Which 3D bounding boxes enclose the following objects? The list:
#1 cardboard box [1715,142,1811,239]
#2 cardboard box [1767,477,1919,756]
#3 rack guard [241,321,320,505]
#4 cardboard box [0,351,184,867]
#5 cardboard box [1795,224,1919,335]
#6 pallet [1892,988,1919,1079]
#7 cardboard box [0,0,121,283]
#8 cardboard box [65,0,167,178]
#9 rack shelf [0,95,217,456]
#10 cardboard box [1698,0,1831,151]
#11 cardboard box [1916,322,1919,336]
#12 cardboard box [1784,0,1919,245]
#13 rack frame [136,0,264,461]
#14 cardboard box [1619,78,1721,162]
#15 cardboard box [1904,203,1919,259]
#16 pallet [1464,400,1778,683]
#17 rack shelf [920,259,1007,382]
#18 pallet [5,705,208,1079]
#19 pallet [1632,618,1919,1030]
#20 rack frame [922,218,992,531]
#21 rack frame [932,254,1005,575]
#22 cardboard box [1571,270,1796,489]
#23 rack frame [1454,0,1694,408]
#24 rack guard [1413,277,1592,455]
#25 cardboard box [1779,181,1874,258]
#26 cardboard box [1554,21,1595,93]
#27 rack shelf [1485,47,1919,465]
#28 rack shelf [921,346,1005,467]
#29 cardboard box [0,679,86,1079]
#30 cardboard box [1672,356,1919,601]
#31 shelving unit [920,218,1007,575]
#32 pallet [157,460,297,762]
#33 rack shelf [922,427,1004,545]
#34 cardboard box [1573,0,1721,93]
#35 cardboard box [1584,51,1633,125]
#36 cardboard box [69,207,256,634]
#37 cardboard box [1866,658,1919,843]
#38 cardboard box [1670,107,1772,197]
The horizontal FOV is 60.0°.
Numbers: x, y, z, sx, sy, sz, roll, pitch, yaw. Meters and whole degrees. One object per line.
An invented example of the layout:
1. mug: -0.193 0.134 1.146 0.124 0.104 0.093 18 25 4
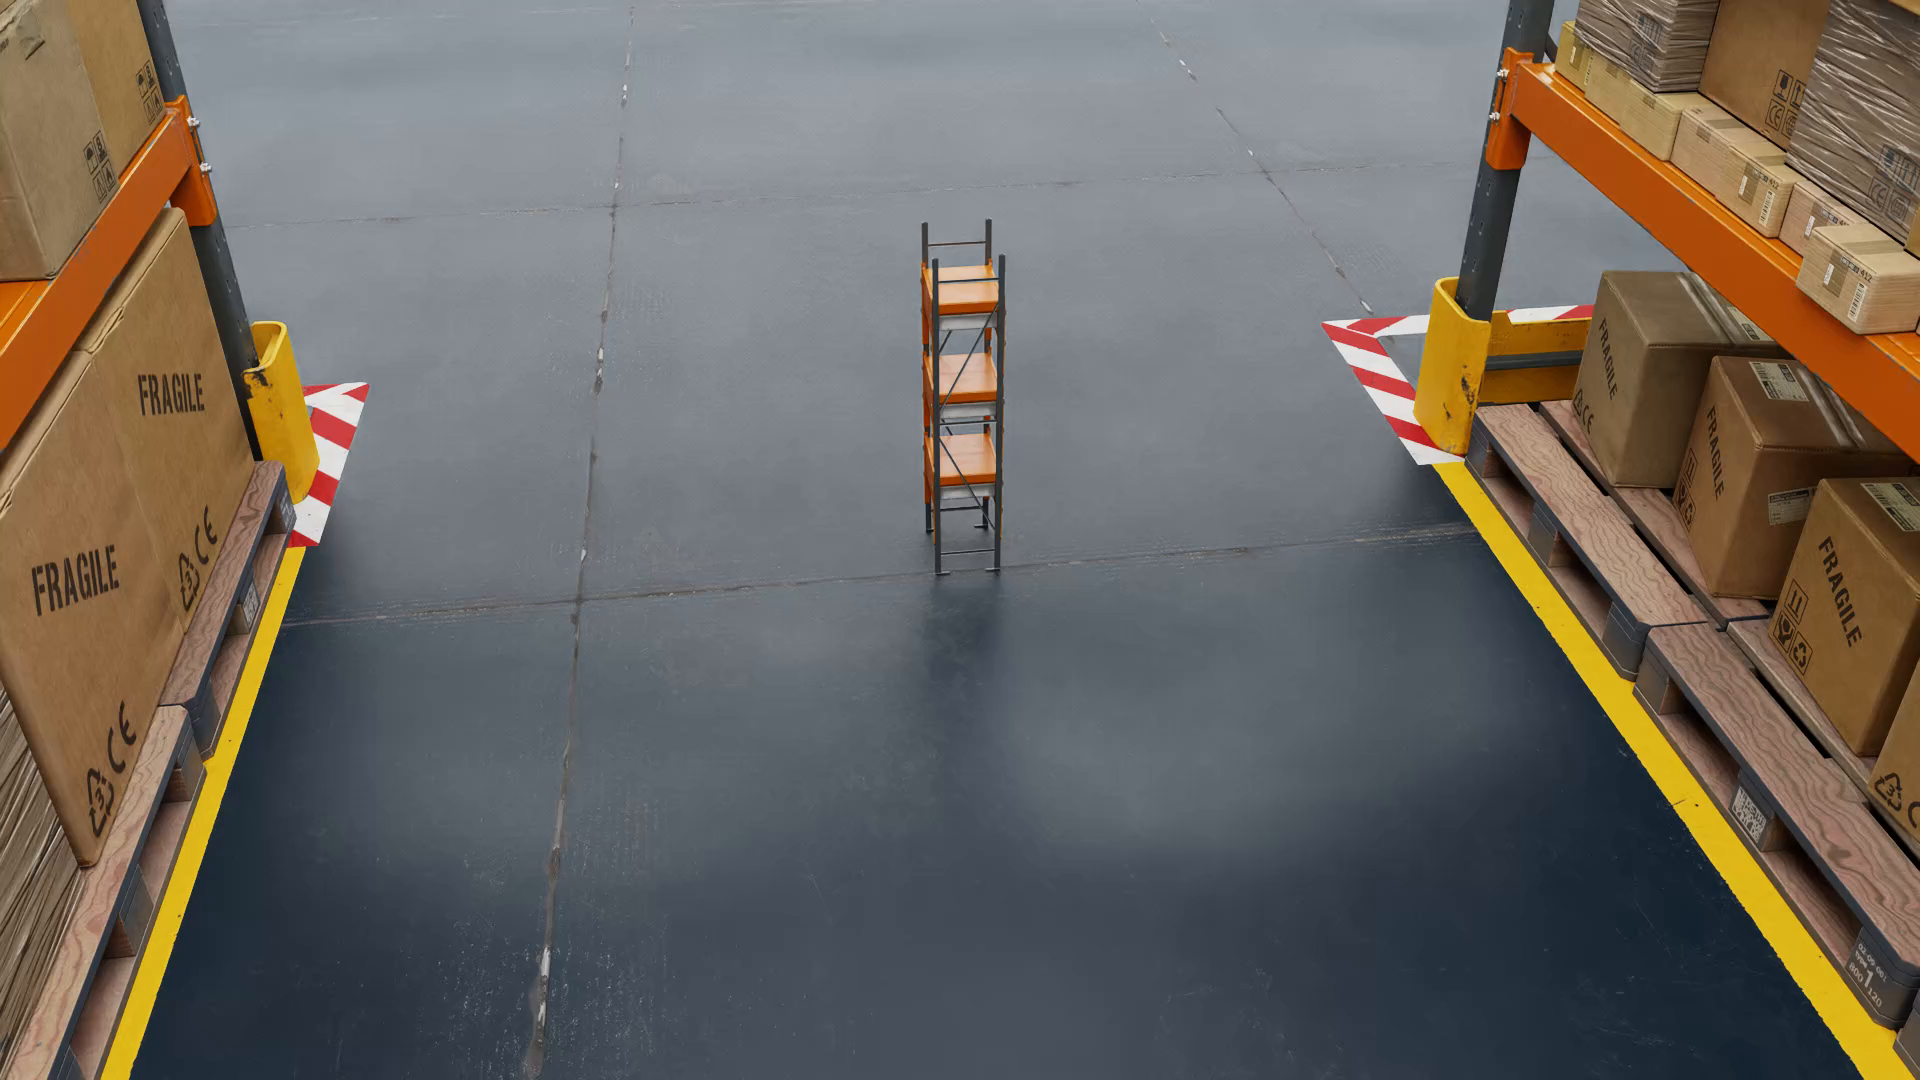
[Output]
1. cardboard box: 2.110 -0.868 4.083 0.380 0.149 0.250 -4 35 -6
2. cardboard box: 2.441 0.183 4.165 0.500 0.500 0.500 -1 34 -2
3. rack guard: -2.738 -0.369 5.348 1.175 0.500 0.348 -4 35 -6
4. cardboard box: -2.458 0.180 3.836 0.875 0.875 0.875 -5 35 -7
5. cardboard box: 2.102 -0.583 3.665 0.380 0.149 0.250 -4 35 -6
6. pallet: 2.607 1.304 3.149 1.003 0.211 1.213 -4 35 -6
7. cardboard box: -2.544 -0.942 3.835 0.875 0.550 0.550 -4 35 -6
8. cardboard box: -2.640 -1.247 4.283 0.875 0.550 0.550 -4 35 -6
9. rack shelf: -2.466 0.024 3.189 1.077 0.370 4.000 -4 35 -6
10. cardboard box: 2.427 -1.293 4.132 0.875 0.500 0.500 -4 35 -6
11. cardboard box: 2.267 -0.453 3.475 0.380 0.149 0.250 -4 35 -6
12. cardboard box: 2.451 -1.011 3.717 0.875 0.500 0.500 -4 35 -6
13. rack frame: -2.735 -1.389 4.624 1.000 3.000 0.127 -4 35 -6
14. cardboard box: 2.029 -1.146 4.491 0.380 0.149 0.250 -4 35 -6
15. cardboard box: 2.507 -0.731 3.307 0.875 0.500 0.500 -4 35 -6
16. pallet: 2.278 -0.057 5.147 1.003 0.211 1.213 -4 35 -6
17. rack shelf: 0.007 -0.630 4.757 0.215 0.259 0.240 -4 35 -6
18. pallet: -2.389 0.883 3.767 1.003 0.211 1.213 -4 35 -6
19. pallet: 2.439 0.622 4.150 1.003 0.211 1.213 -4 35 -6
20. rack frame: -0.009 -0.472 5.010 0.200 1.050 0.008 -4 35 -6
21. rack frame: 0.024 -0.336 4.811 0.200 1.050 0.008 -4 35 -6
22. cardboard box: 2.261 -0.499 5.165 0.500 0.500 0.500 2 34 2
23. rack frame: 2.194 -1.708 5.093 1.000 3.000 0.127 -4 35 -6
24. rack guard: 2.204 -0.633 5.735 1.175 0.500 0.348 -4 35 -6
25. cardboard box: 2.171 -0.730 3.881 0.380 0.149 0.250 -4 35 -6
26. cardboard box: 1.996 -1.427 4.904 0.380 0.149 0.250 -4 35 -6
27. rack shelf: 2.463 -0.295 3.658 1.077 0.370 4.000 -4 35 -6
28. rack shelf: 0.007 -0.395 4.916 0.215 0.259 0.240 -4 35 -6
29. cardboard box: -2.337 0.689 3.090 0.875 0.875 0.875 -4 34 -6
30. cardboard box: 2.376 -0.168 4.680 0.500 0.500 0.500 4 35 6
31. shelving unit: 0.007 -0.404 4.911 0.215 1.050 0.252 -4 35 -6
32. pallet: -2.550 0.204 4.764 1.003 0.211 1.213 -4 35 -6
33. rack shelf: 0.007 -0.166 5.073 0.215 0.259 0.240 -4 35 -6
34. cardboard box: 2.241 -1.563 4.528 0.875 0.500 0.500 -4 35 -6
35. cardboard box: 2.011 -1.286 4.697 0.380 0.149 0.250 -4 35 -6
36. cardboard box: -2.578 -0.311 4.557 0.875 0.875 0.875 -4 34 -6
37. cardboard box: 2.472 0.498 3.703 0.500 0.500 0.500 -7 35 -11
38. cardboard box: 2.084 -1.008 4.288 0.380 0.149 0.250 -4 35 -6
